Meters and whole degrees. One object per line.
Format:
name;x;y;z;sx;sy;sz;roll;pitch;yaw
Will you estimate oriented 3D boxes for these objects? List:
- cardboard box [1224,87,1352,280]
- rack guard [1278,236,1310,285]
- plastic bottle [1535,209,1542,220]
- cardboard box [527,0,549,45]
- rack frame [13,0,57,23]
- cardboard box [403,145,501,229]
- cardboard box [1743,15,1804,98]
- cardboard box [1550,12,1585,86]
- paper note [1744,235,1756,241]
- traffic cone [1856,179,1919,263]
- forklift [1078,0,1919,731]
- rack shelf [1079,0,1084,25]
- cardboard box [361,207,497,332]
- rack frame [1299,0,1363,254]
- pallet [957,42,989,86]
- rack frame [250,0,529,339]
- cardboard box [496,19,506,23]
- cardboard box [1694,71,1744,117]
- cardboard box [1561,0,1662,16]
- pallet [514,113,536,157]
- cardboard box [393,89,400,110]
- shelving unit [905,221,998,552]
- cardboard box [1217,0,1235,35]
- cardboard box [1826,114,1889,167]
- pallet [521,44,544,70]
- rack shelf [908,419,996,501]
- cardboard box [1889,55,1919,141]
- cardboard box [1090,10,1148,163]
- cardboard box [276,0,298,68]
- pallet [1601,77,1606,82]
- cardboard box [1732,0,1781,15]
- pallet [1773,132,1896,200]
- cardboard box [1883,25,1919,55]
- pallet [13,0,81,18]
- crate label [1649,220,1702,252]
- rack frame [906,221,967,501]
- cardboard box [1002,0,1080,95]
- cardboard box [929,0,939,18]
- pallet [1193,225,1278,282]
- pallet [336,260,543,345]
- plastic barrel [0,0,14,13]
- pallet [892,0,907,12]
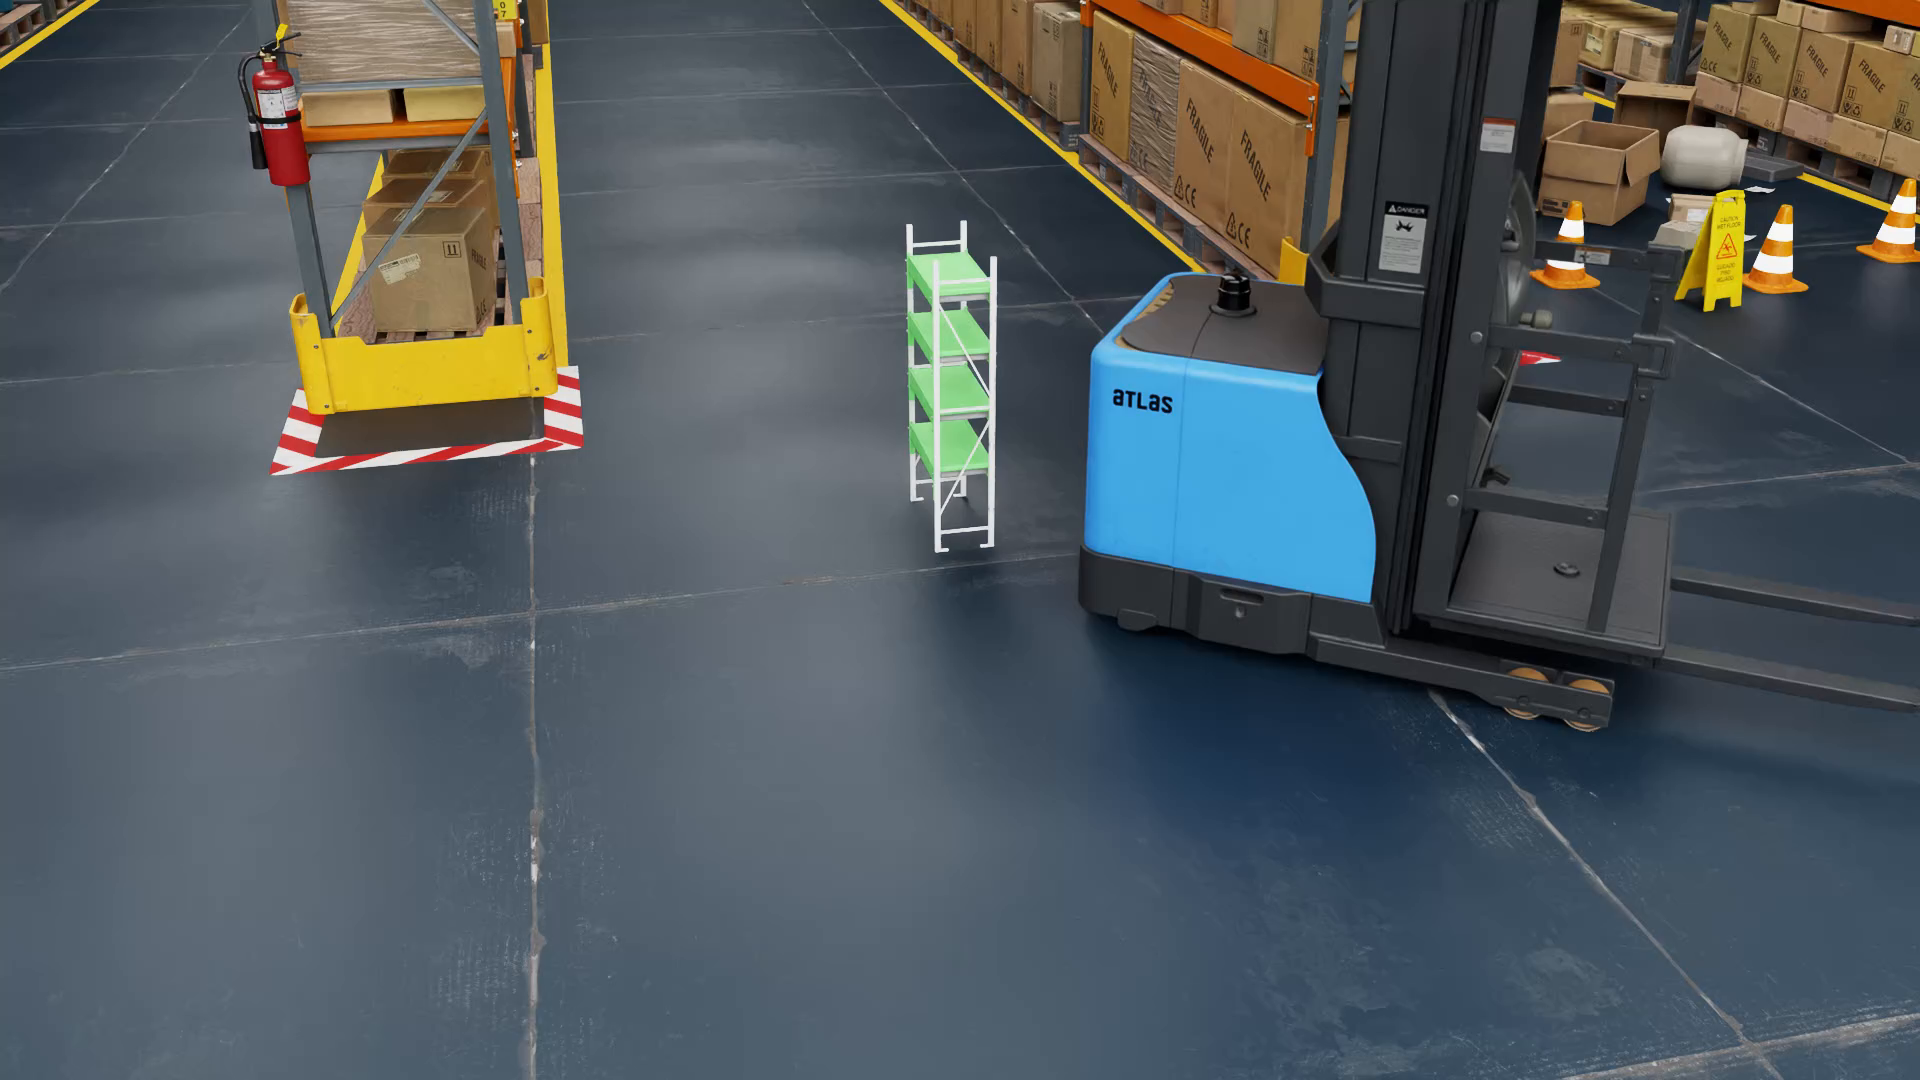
cardboard box;2.074;-2.022;9.319;0.875;0.875;0.875;-6;27;-11
rack guard;2.297;-1.366;8.901;1.175;0.500;0.348;-6;27;-12
plastic bottle;3.691;-2.175;10.991;0.133;0.061;0.283;-16;31;-29
cardboard box;-4.502;-5.089;15.395;1.225;0.875;0.875;-7;28;-14
rack frame;-10.094;-6.798;16.889;1.000;3.000;0.127;-6;27;-12
cardboard box;-3.061;-2.166;10.020;0.500;0.500;0.500;-8;28;-16
cardboard box;6.192;-3.570;12.247;0.500;0.500;0.500;-5;27;-10
cardboard box;4.462;-3.823;12.930;0.500;0.500;0.500;-6;27;-12
paper note;4.939;-1.927;10.533;0.148;0.019;0.142;-16;31;-29
traffic cone;5.737;-1.964;10.129;0.336;0.463;0.334;-6;27;-12
forklift;2.003;-0.949;5.378;3.031;2.935;1.130;11;29;20
rack shelf;0.939;-4.805;13.739;1.077;0.370;4.000;-6;27;-12
cardboard box;-2.688;-1.380;8.464;0.500;0.500;0.500;-1;27;-2
rack frame;2.291;-2.492;8.359;1.000;3.000;0.127;-6;27;-12
pallet;0.592;-4.406;15.244;1.003;0.211;1.213;-6;27;-12
rack frame;-2.564;-2.033;7.449;1.000;3.000;0.127;-6;27;-12
cardboard box;-2.807;-2.952;9.549;0.380;0.149;0.250;-6;27;-12
cardboard box;6.059;-3.469;12.879;0.500;0.250;0.500;-7;28;-14
cardboard box;5.745;-4.660;15.104;0.950;0.372;0.625;-5;27;-10
pallet;-3.642;-2.886;12.233;1.003;0.211;1.213;-6;27;-12
cardboard box;-2.885;-2.135;7.929;0.380;0.149;0.250;-6;27;-12
shelving unit;-0.037;-0.608;6.624;0.258;1.200;0.503;-6;27;-12
cardboard box;2.014;-3.215;9.625;0.875;0.550;0.550;-6;27;-12
cardboard box;6.414;-2.784;11.523;0.500;0.250;0.500;-7;28;-13
pallet;-4.471;-4.654;15.736;1.003;0.211;1.213;-6;27;-12
rack shelf;-0.037;-0.337;6.761;0.258;0.148;0.480;-6;27;-12
cardboard box;6.535;-2.888;10.896;0.500;0.500;0.500;-5;27;-10
cardboard box;1.463;-3.204;11.661;0.875;0.875;0.875;-6;27;-11
cardboard box;-2.891;-2.662;8.254;0.875;0.500;0.500;-6;27;-12
pallet;5.734;-4.429;15.290;1.003;0.211;1.213;-6;27;-12
cardboard box;6.029;-4.032;12.443;0.380;0.149;0.250;-6;27;-11
pallet;6.654;-2.722;11.910;1.003;0.211;1.213;-6;27;-12
cardboard box;6.397;-3.330;11.051;0.380;0.149;0.250;-5;27;-9
pallet;-10.297;-5.872;18.149;1.003;0.211;1.213;-6;27;-12
crate label;4.495;-1.896;10.354;0.250;0.136;0.298;-23;35;-38
rack frame;-0.092;-0.715;6.836;0.240;1.200;0.015;-6;27;-12
cardboard box;0.948;-4.119;13.612;1.050;0.750;0.750;-6;27;-12
cardboard box;-0.028;-5.566;16.758;0.500;0.500;0.500;-5;27;-10
pallet;2.035;-1.590;9.667;1.003;0.211;1.213;-6;27;-12
pallet;-2.730;-1.182;8.857;1.003;0.211;1.213;-6;27;-12
plastic barrel;-9.988;-5.808;16.791;0.600;0.901;0.708;-6;27;-12
pallet;-0.236;-6.174;18.747;1.003;0.211;1.213;-6;27;-12
